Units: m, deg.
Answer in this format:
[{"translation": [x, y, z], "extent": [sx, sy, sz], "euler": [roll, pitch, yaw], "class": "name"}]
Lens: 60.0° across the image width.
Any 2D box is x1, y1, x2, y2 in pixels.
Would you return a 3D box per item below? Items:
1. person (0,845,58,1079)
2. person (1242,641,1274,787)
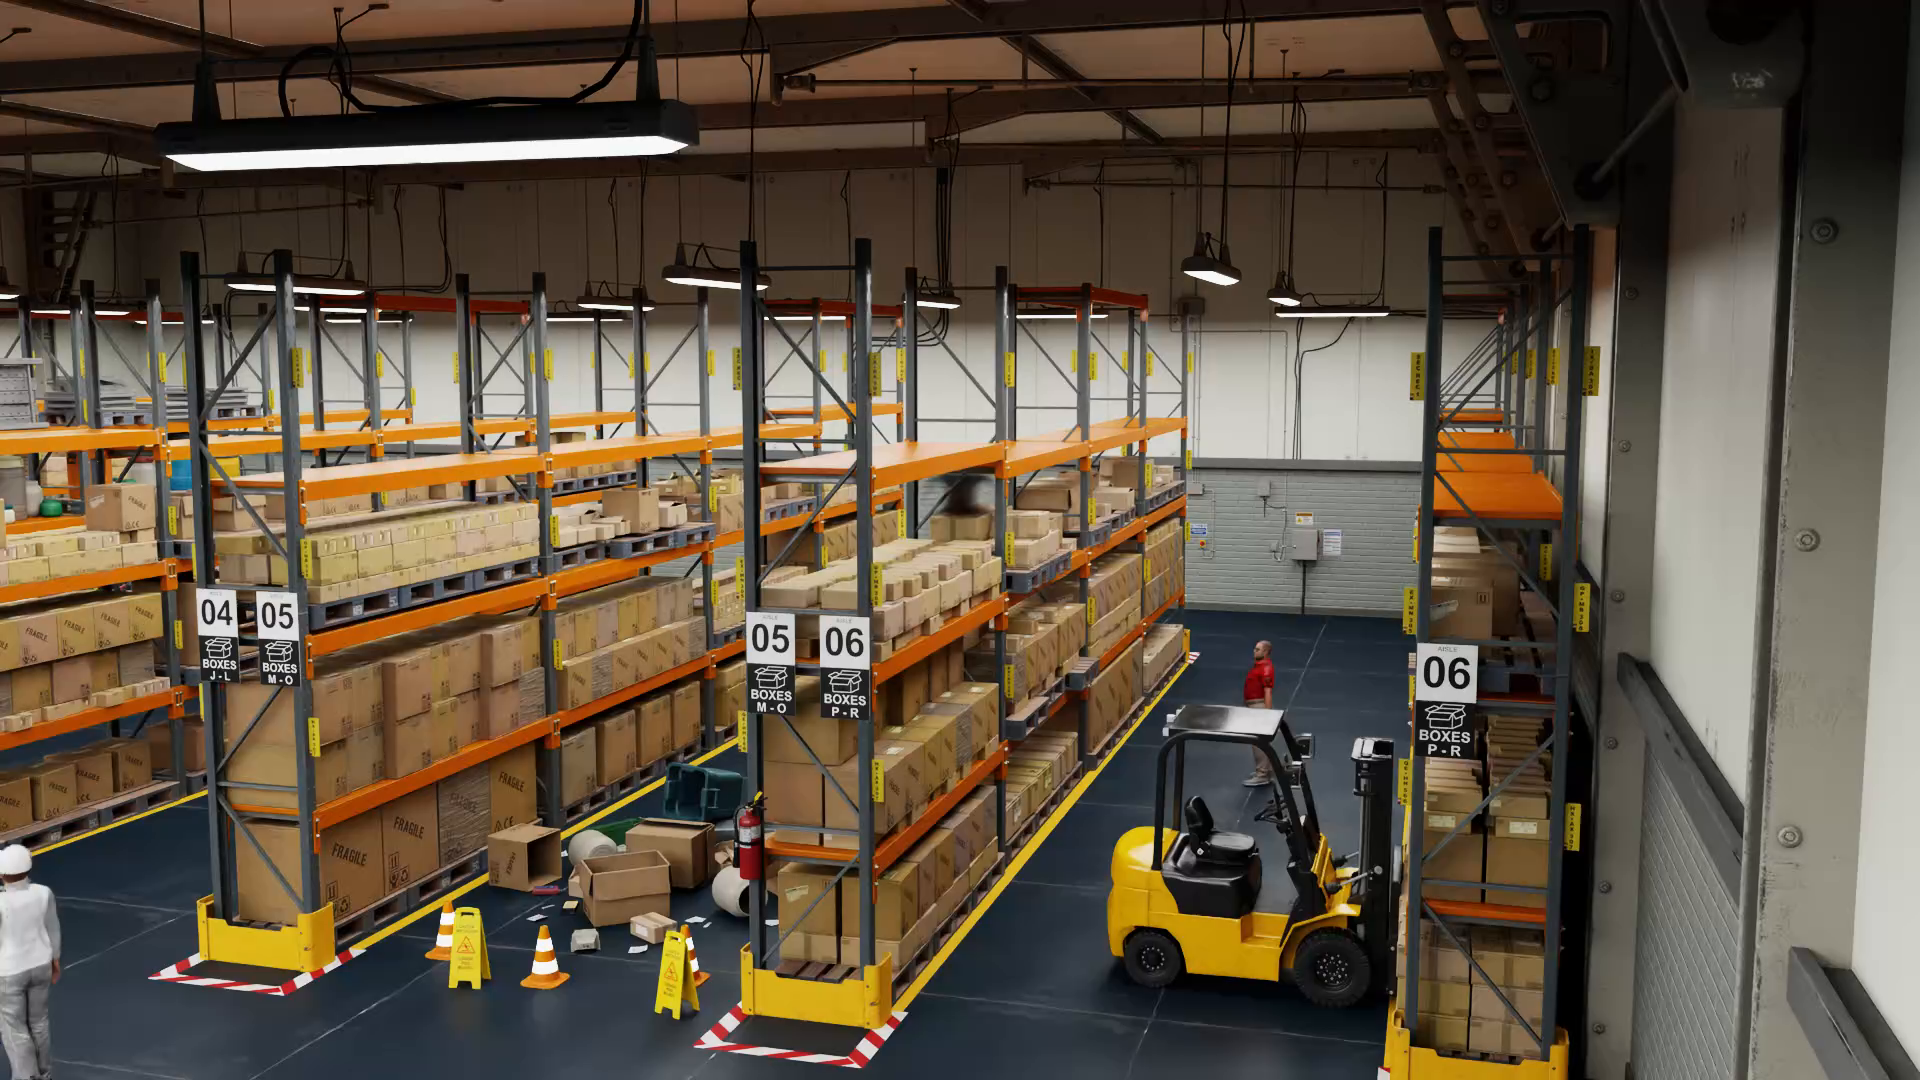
[{"translation": [-6.569, 3.001, 11.577], "extent": [0.360, 1.792, 0.574], "euler": [2, 7, 15], "class": "person"}, {"translation": [3.602, 2.074, 20.047], "extent": [0.394, 1.718, 0.638], "euler": [3, 7, 21], "class": "person"}]
